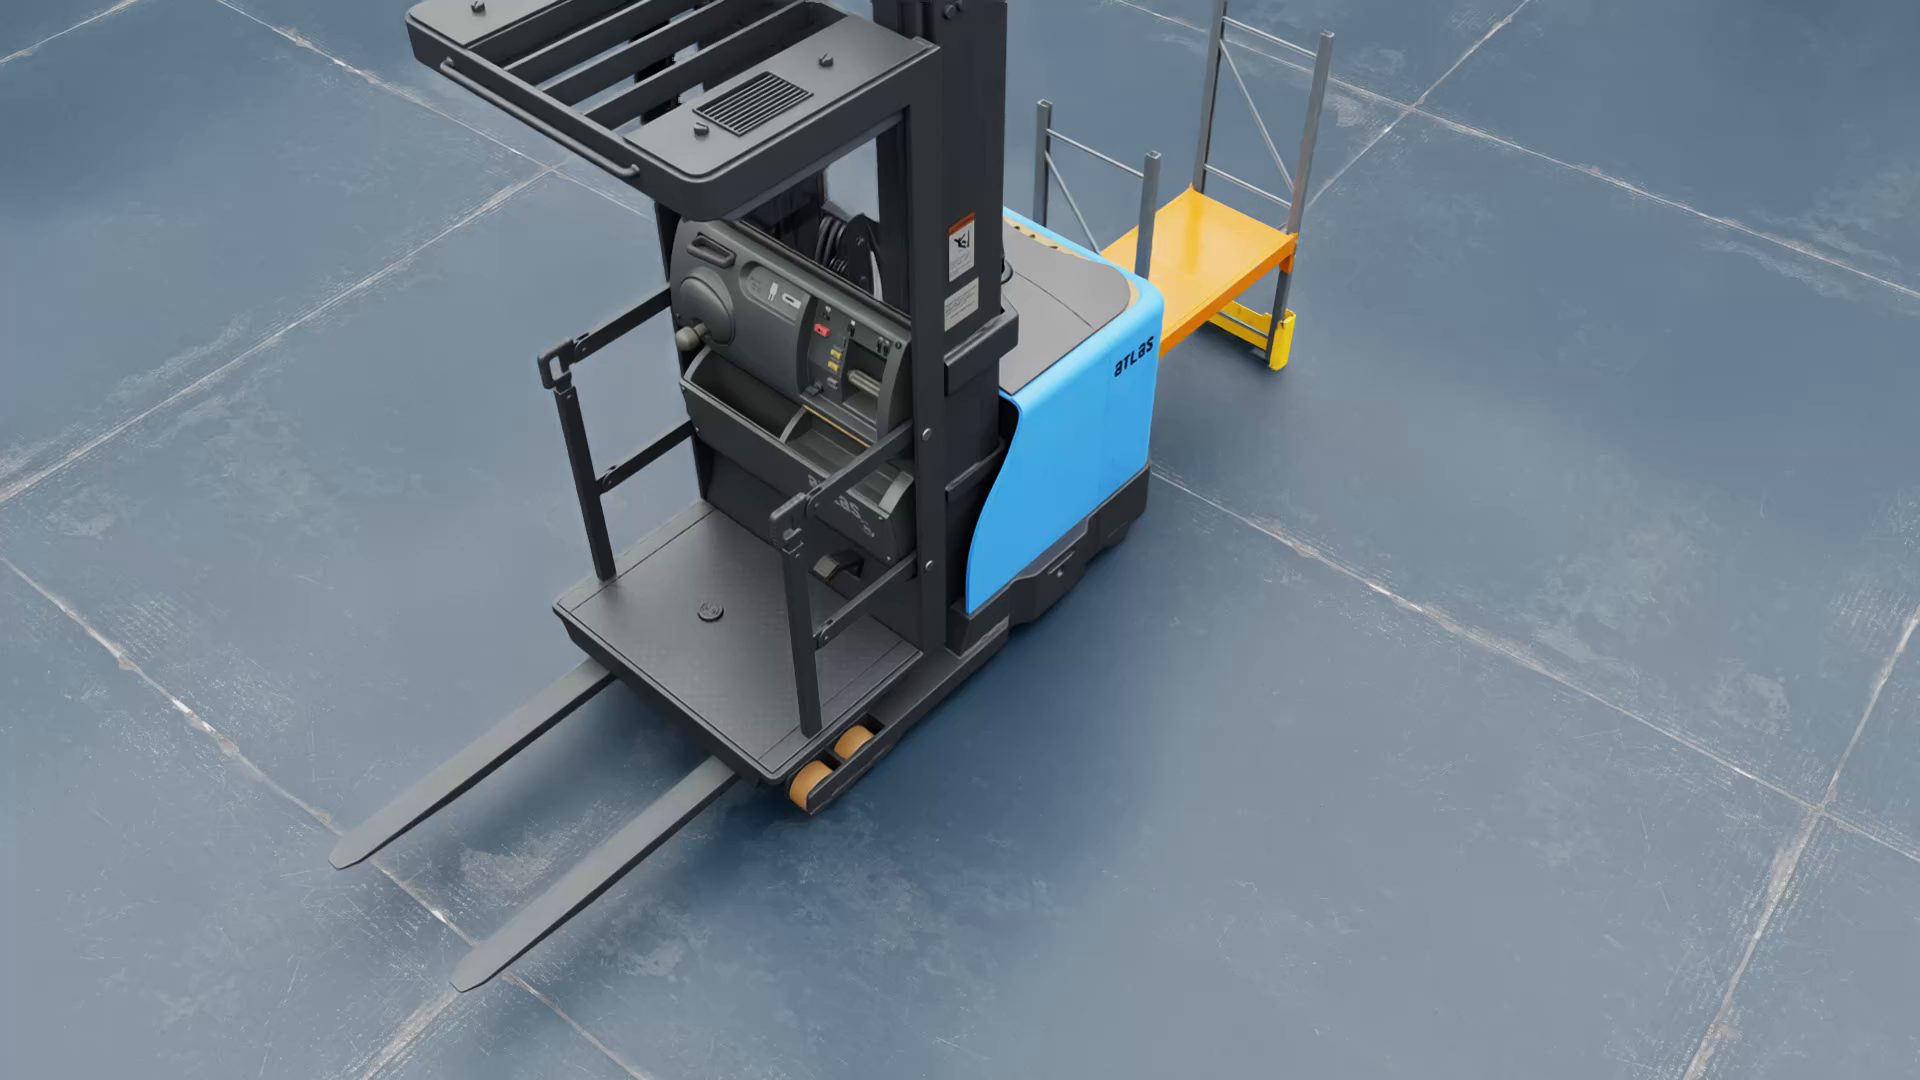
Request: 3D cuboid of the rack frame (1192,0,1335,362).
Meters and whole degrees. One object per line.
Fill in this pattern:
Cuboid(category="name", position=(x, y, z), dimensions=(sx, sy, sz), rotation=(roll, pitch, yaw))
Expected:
Cuboid(category="rack frame", position=(1.133, -1.385, 6.536), dimensions=(0.500, 1.500, 0.032), rotation=(33, 55, 27))

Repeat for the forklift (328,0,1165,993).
Cuboid(category="forklift", position=(-0.654, -0.549, 4.748), dimensions=(1.130, 2.935, 3.031), rotation=(33, 55, 27))

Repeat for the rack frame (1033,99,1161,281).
Cuboid(category="rack frame", position=(0.454, -0.837, 6.013), dimensions=(0.500, 1.500, 0.032), rotation=(33, 55, 27))

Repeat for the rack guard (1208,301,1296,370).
Cuboid(category="rack guard", position=(1.132, -0.952, 6.987), dimensions=(0.587, 0.250, 0.087), rotation=(33, 55, 27))

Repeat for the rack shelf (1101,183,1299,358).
Cuboid(category="rack shelf", position=(0.793, -0.987, 6.404), dimensions=(0.538, 0.185, 1.000), rotation=(33, 55, 27))

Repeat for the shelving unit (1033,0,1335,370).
Cuboid(category="shelving unit", position=(0.800, -1.116, 6.279), dimensions=(0.587, 1.500, 1.083), rotation=(33, 55, 27))
